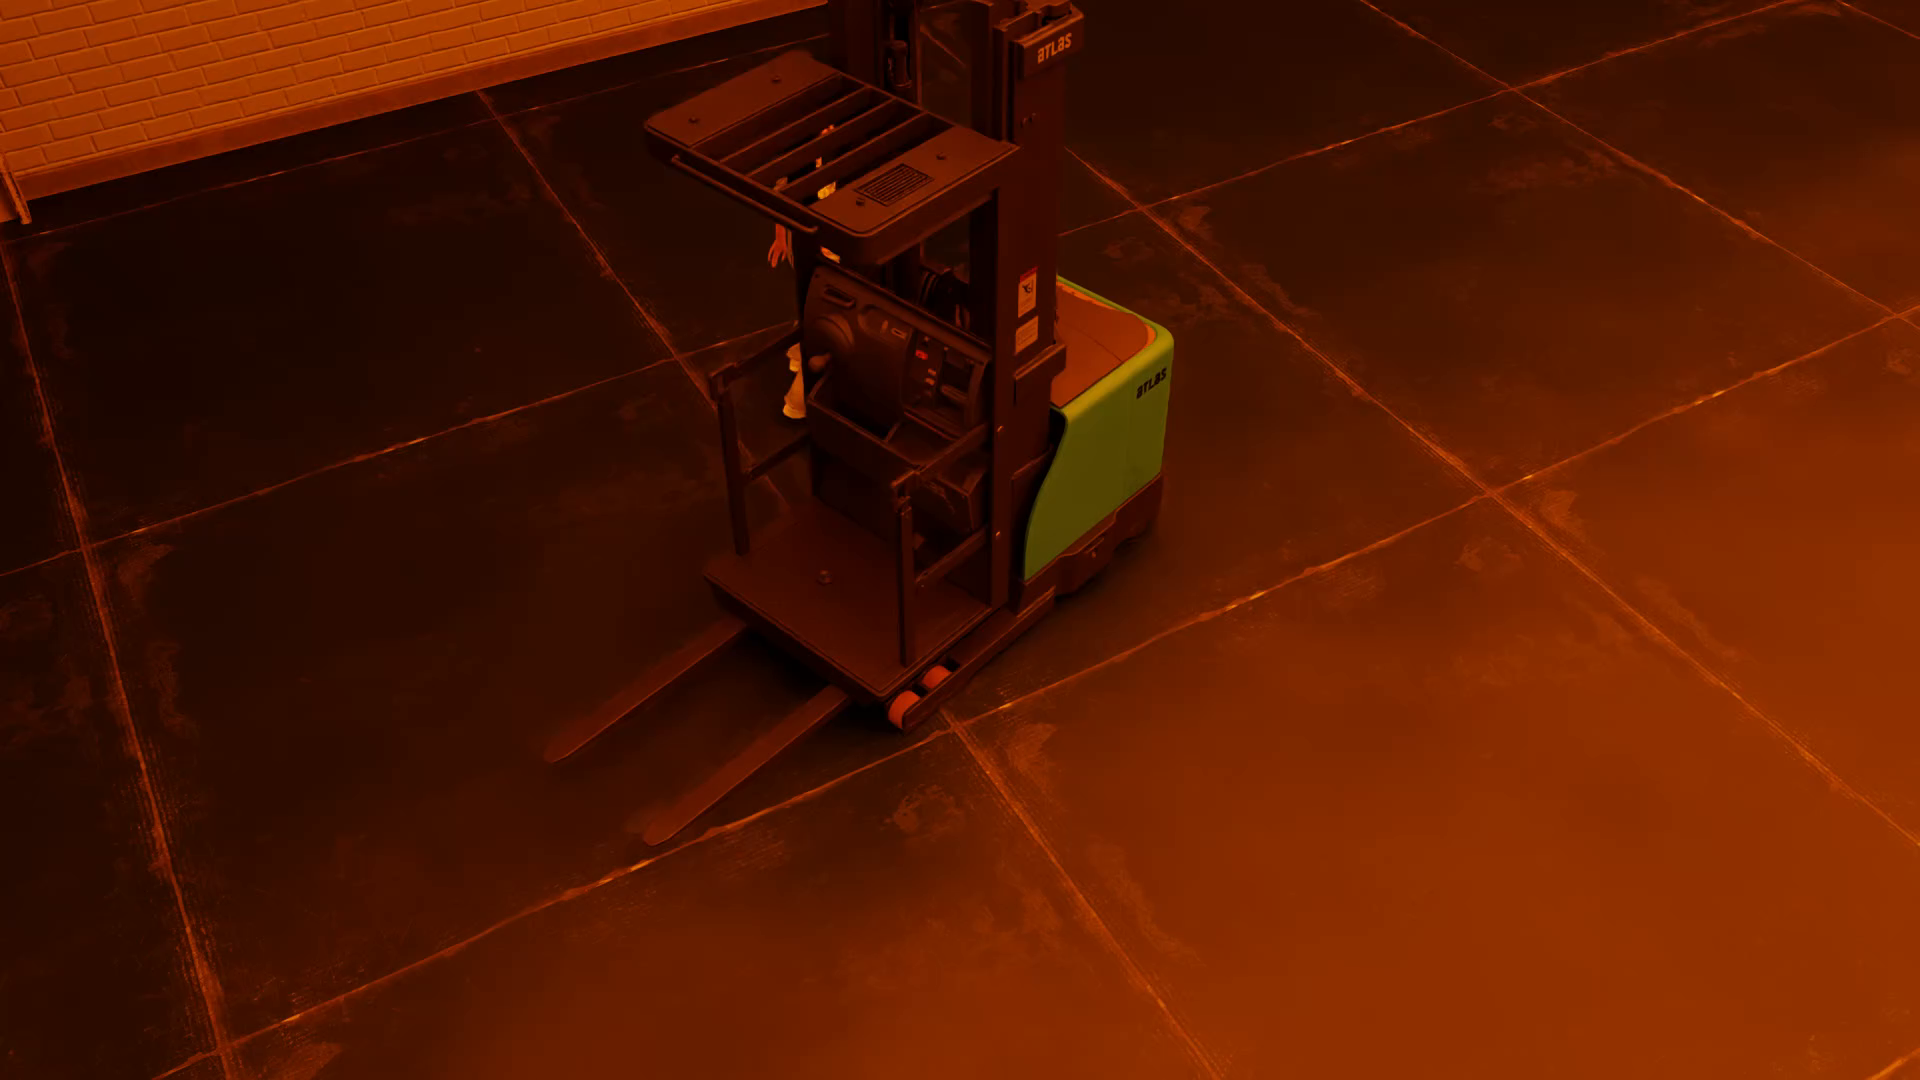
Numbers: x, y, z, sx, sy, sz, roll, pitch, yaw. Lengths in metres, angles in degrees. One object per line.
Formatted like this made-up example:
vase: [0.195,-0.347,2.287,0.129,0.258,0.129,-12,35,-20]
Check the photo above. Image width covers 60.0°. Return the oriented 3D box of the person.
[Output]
person: [-0.737,-1.349,8.149,0.468,1.649,0.779,-16,45,-16]

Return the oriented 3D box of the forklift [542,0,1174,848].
forklift: [-0.404,-0.668,6.418,1.130,2.935,3.031,31,51,29]
